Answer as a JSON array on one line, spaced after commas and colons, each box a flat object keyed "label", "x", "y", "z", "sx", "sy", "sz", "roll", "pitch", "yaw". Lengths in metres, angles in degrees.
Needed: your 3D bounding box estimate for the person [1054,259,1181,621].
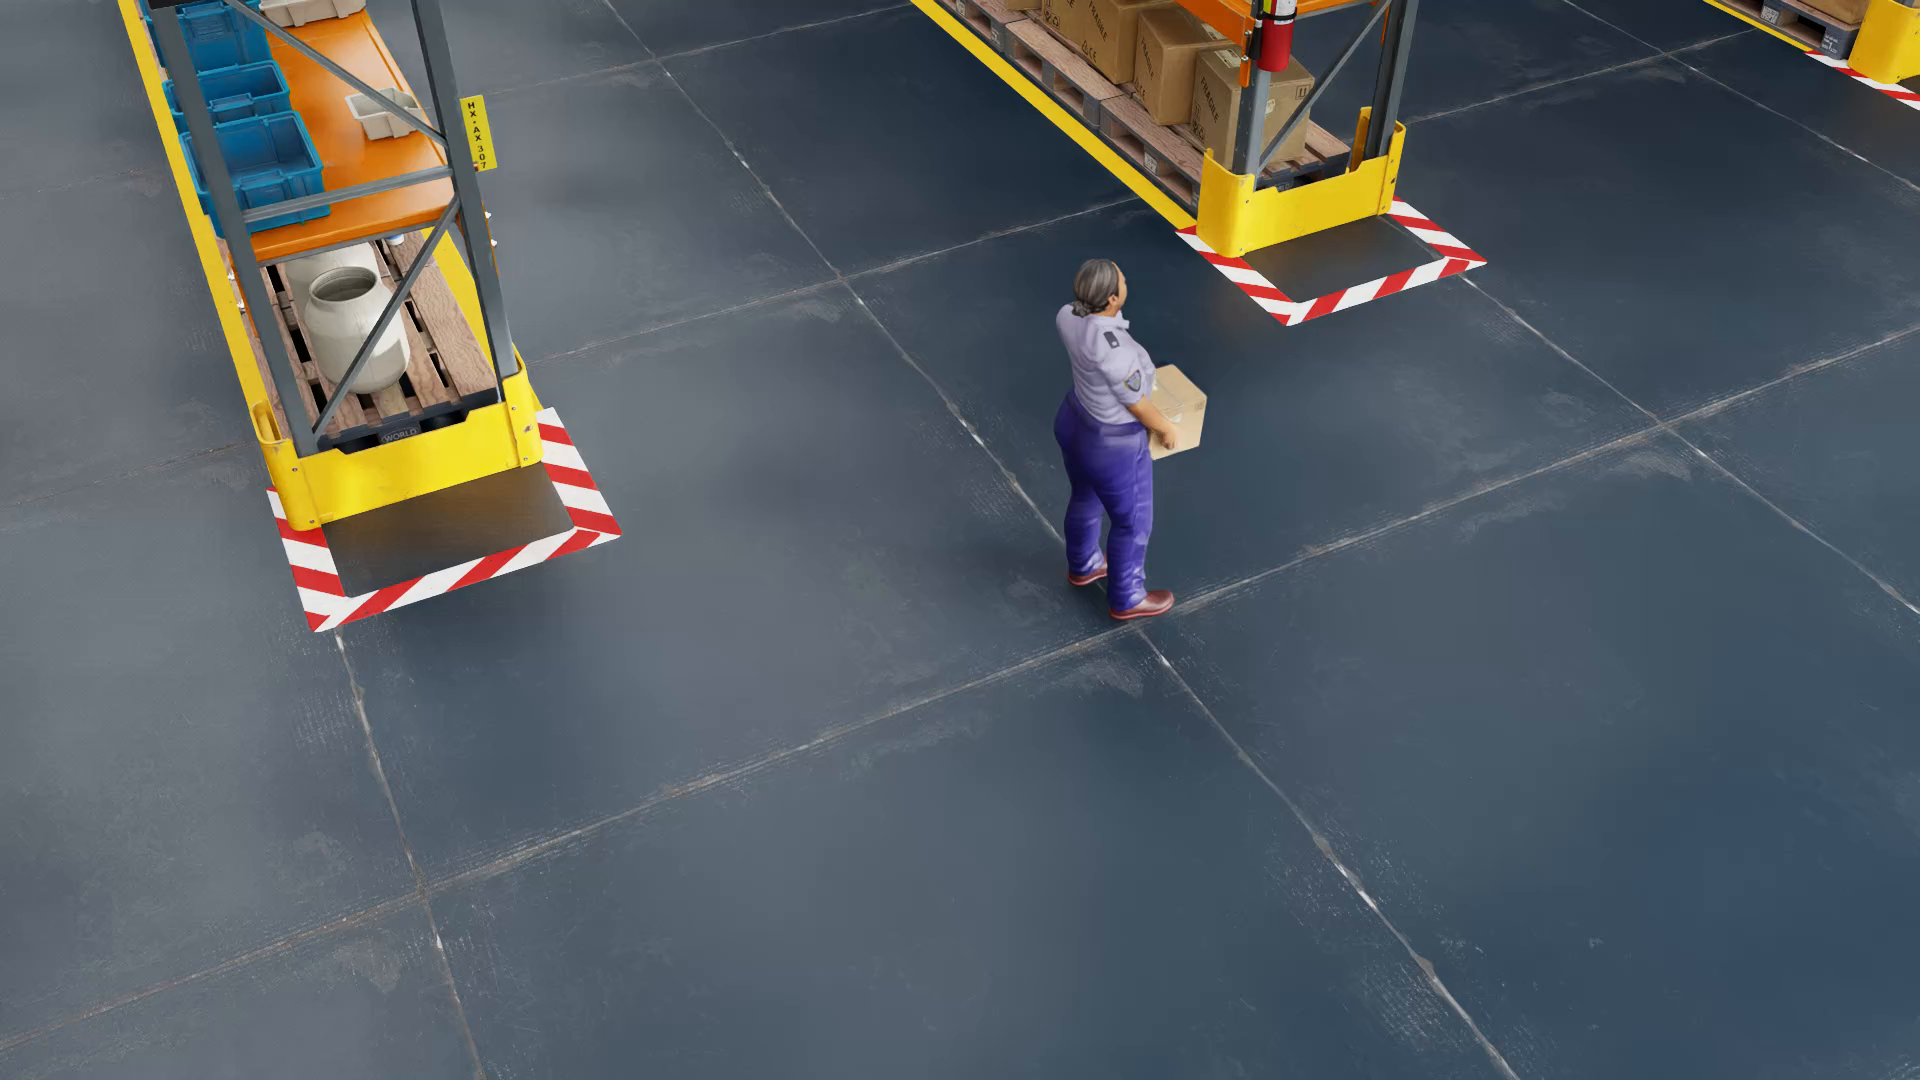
[{"label": "person", "x": 0.627, "y": -0.416, "z": 6.637, "sx": 0.458, "sy": 1.650, "sz": 0.523, "roll": -19, "pitch": 45, "yaw": -20}]
